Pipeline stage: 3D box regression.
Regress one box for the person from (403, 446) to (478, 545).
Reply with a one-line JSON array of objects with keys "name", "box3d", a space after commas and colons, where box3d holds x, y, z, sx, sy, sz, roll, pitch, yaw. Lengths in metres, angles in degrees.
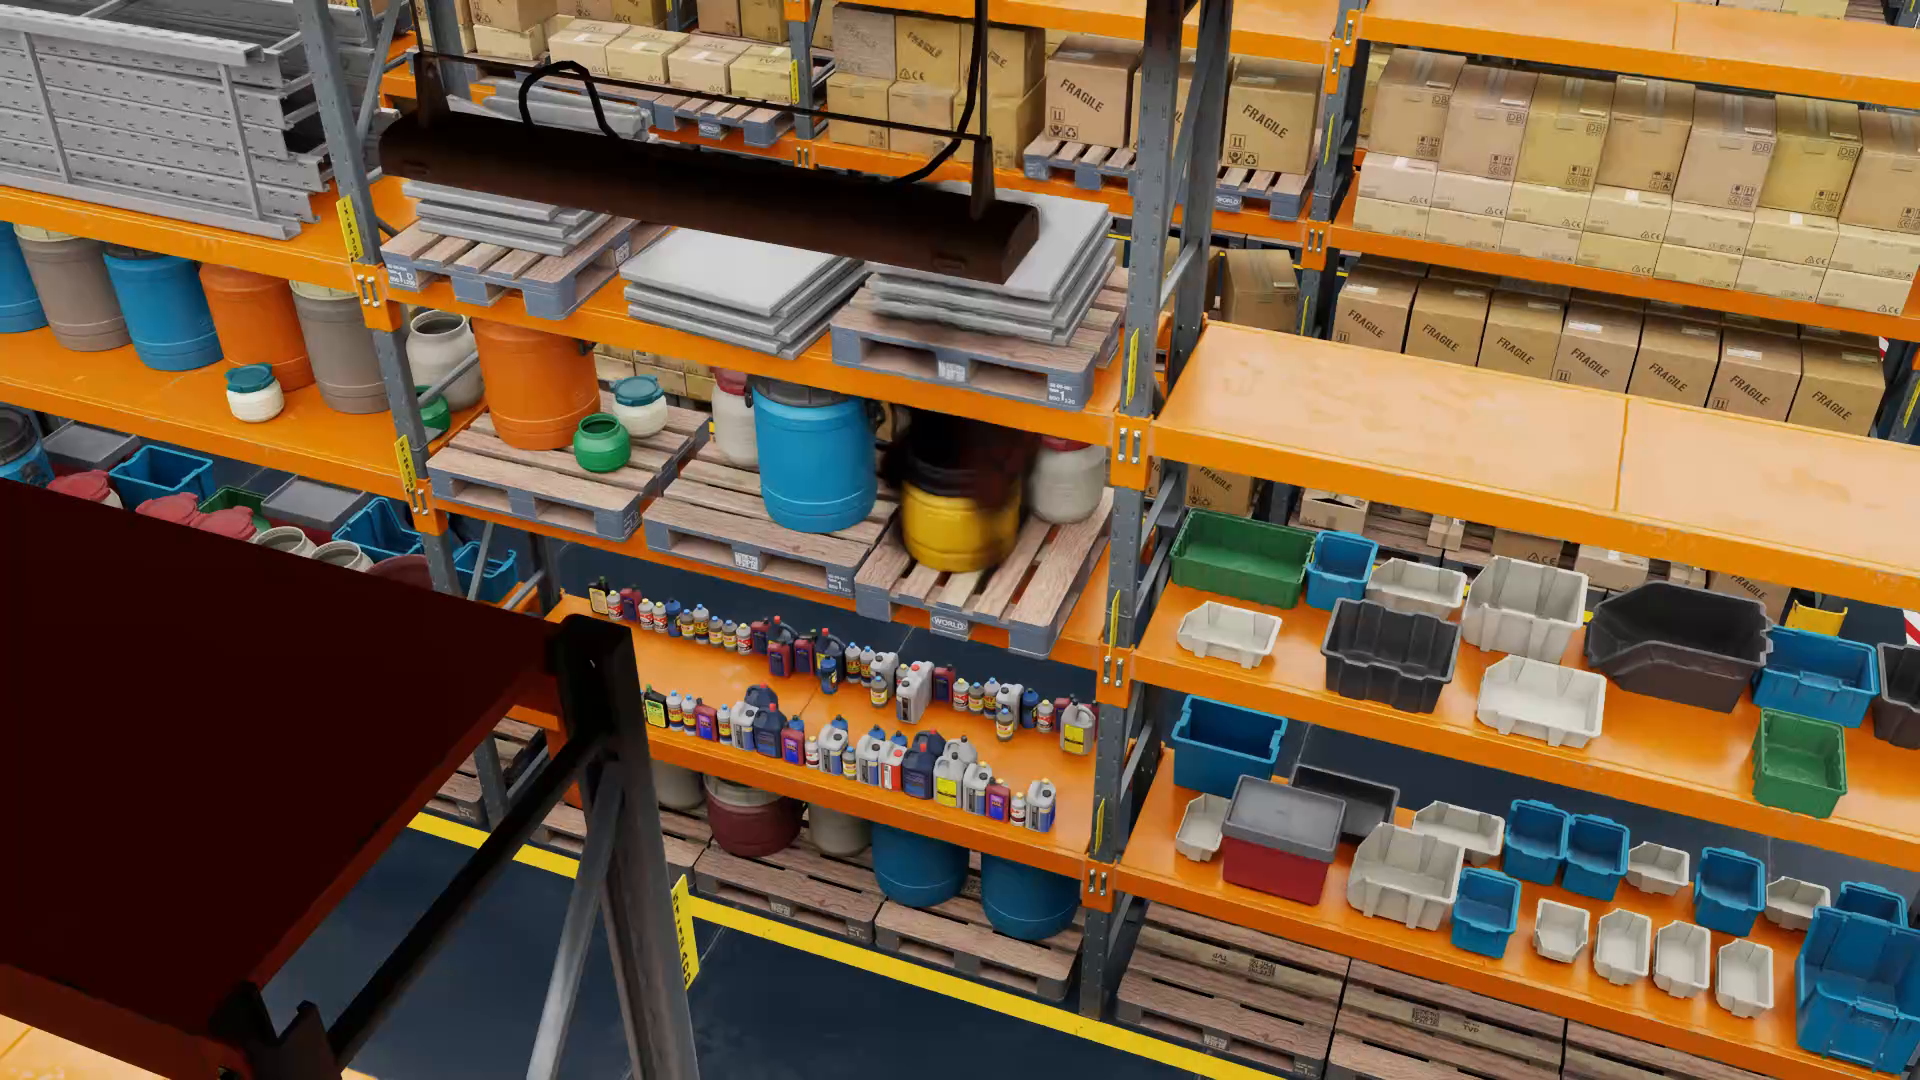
[{"name": "person", "box3d": [-3.936, -0.392, 12.585, 0.681, 1.565, 0.526, 14, 39, 18]}]
